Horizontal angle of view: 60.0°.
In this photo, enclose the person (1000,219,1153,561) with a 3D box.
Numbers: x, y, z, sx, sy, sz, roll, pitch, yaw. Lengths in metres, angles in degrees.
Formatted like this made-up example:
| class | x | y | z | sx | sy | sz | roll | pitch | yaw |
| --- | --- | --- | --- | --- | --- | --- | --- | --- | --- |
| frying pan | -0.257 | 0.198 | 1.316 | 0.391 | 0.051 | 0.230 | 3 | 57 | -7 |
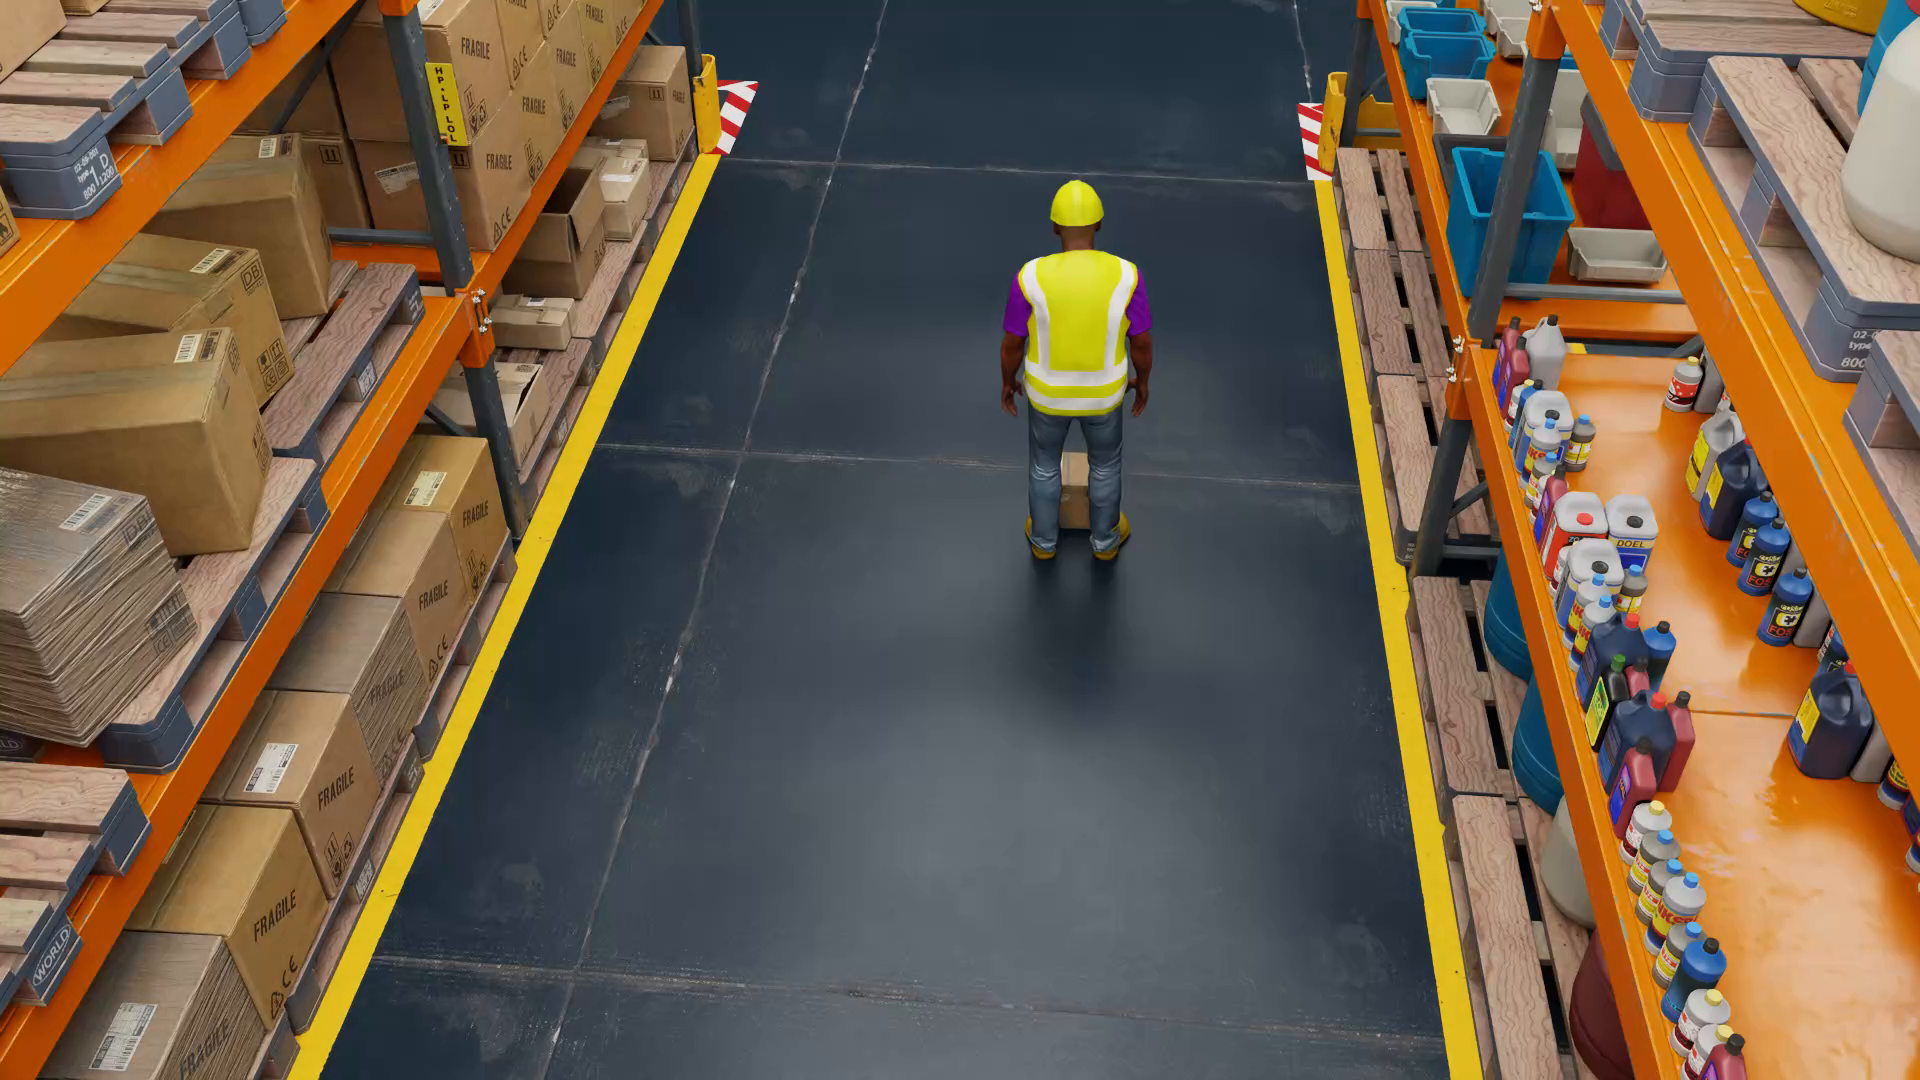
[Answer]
| class | x | y | z | sx | sy | sz | roll | pitch | yaw |
| --- | --- | --- | --- | --- | --- | --- | --- | --- | --- |
| person | 12.076 | -5.000 | 6.484 | 23.604 | 9.002 | 6.255 | 1 | 40 | 2 |
